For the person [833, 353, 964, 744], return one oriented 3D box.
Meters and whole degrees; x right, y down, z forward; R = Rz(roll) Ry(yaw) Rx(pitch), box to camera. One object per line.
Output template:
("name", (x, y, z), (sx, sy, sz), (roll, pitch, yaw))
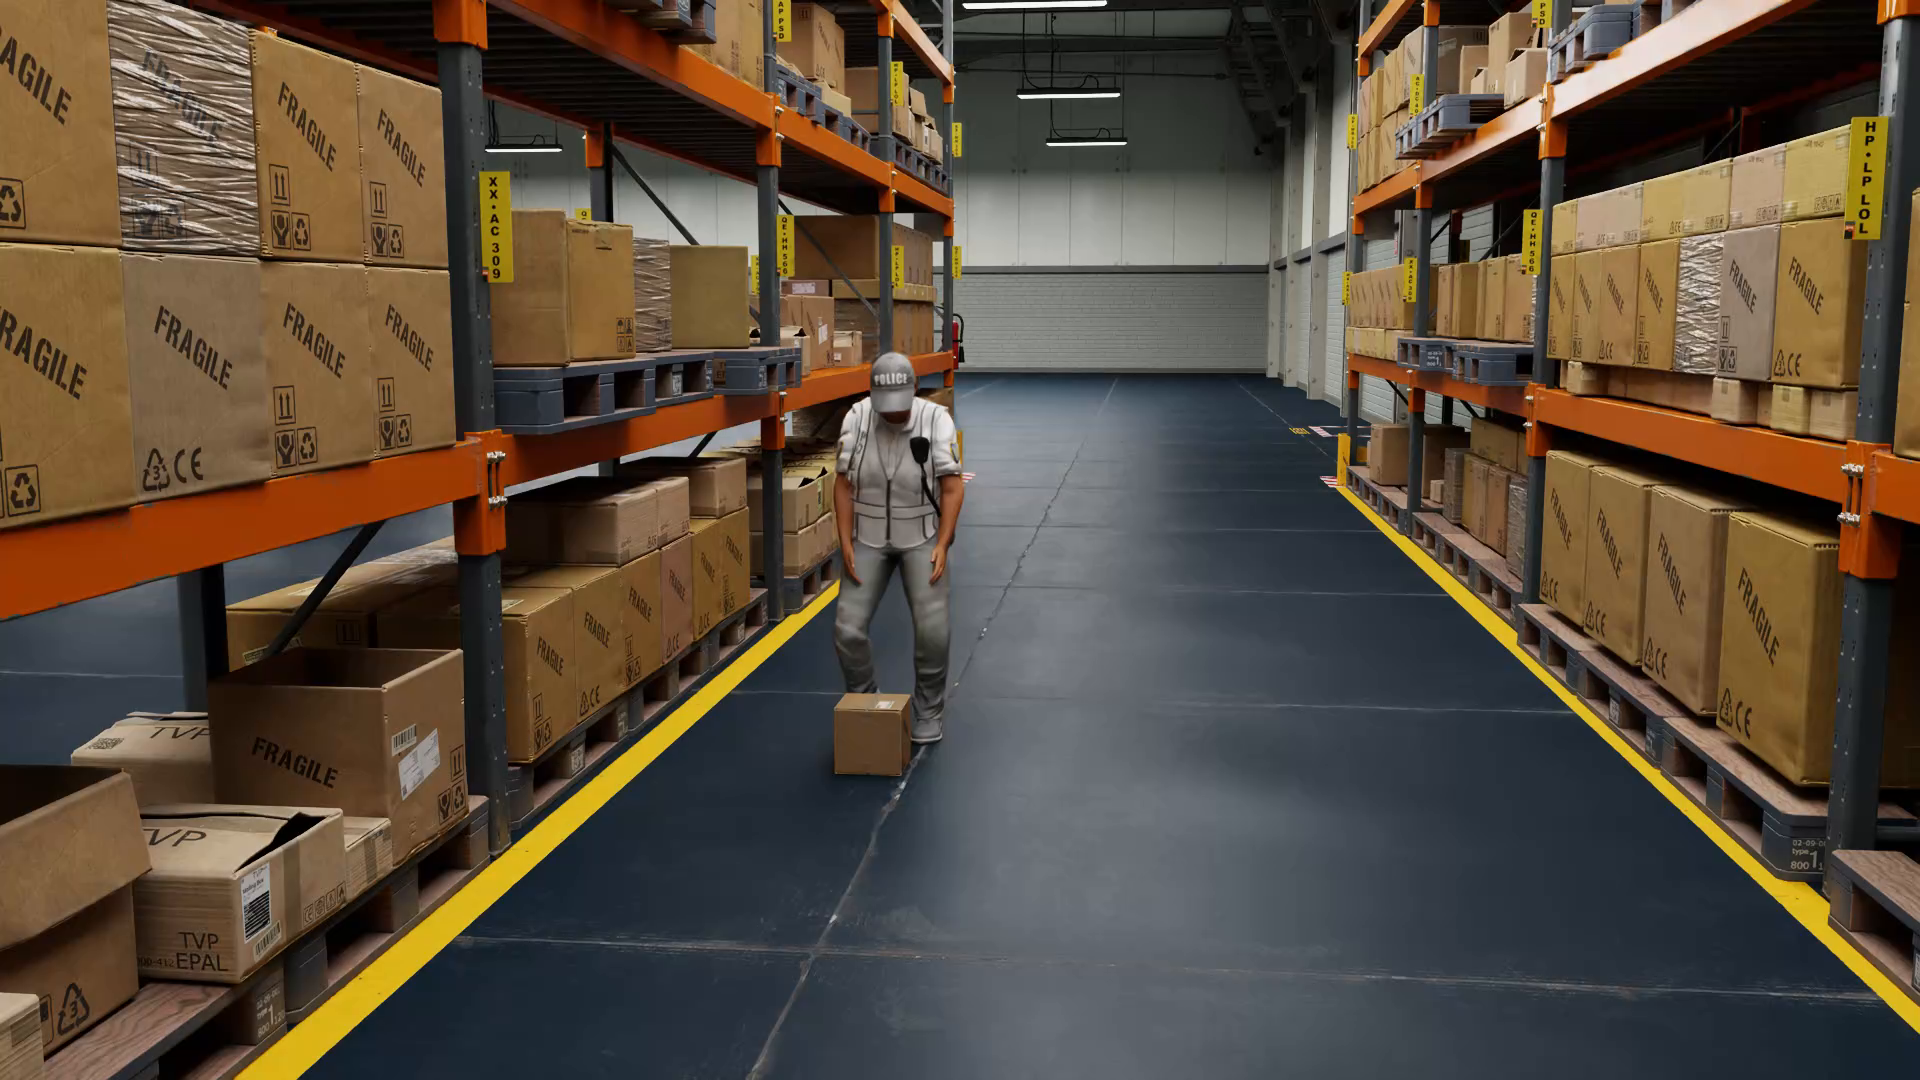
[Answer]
("person", (-0.236, 0.033, 6.563), (0.519, 1.541, 0.591), (1, 8, 8))
